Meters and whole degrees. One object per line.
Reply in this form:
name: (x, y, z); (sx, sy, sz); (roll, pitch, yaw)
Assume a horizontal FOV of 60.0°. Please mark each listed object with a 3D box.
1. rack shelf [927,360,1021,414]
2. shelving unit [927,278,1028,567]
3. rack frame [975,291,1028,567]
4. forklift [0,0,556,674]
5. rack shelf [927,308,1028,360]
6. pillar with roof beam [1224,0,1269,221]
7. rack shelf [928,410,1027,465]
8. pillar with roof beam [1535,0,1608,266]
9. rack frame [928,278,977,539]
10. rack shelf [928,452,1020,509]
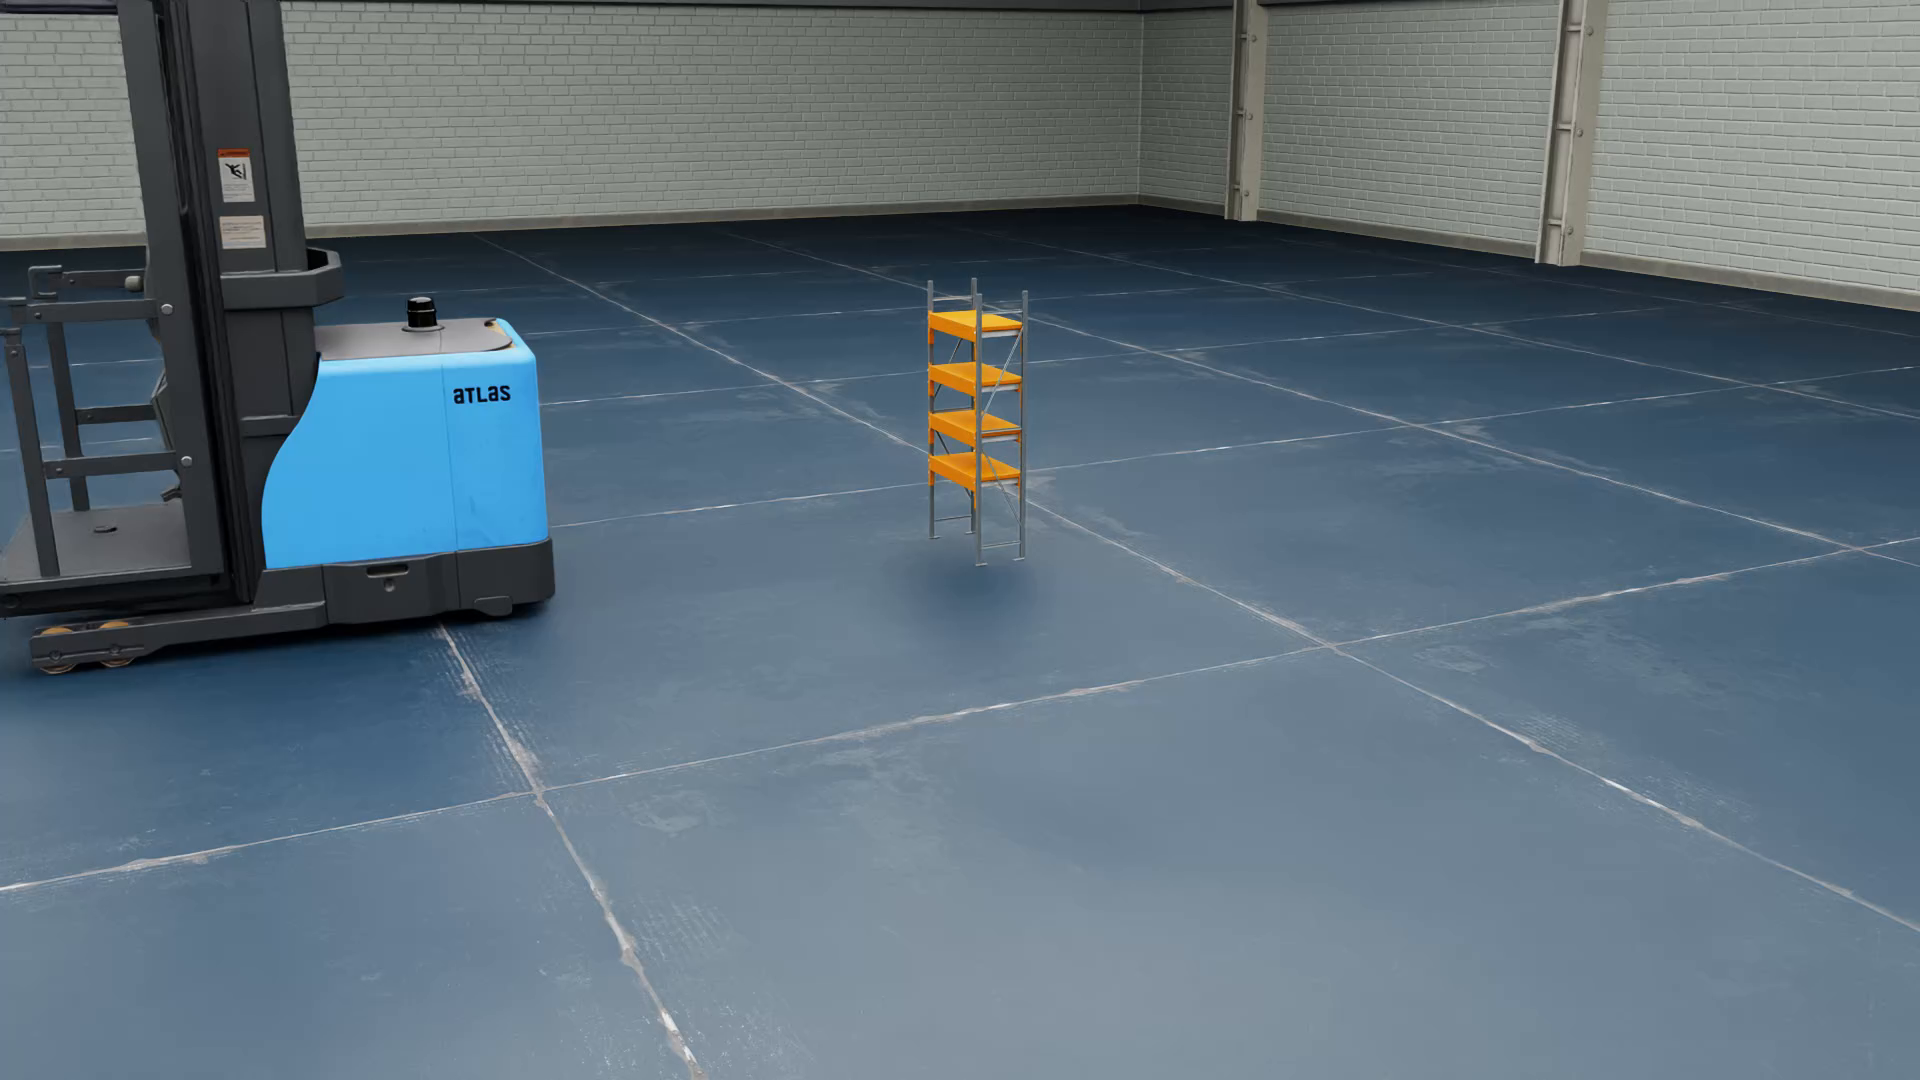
rack shelf: (0.073, -0.686, 7.399); (0.258, 0.148, 0.480); (-8, 18, -25)
shelving unit: (0.073, -0.536, 7.442); (0.258, 1.200, 0.503); (-8, 18, -25)
rack frame: (0.179, -0.475, 7.231); (0.240, 1.200, 0.015); (-8, 18, -25)
forklift: (-3.207, -1.086, 6.223); (3.031, 2.935, 1.130); (-6, 17, -20)
rack shelf: (0.073, -0.913, 7.334); (0.258, 0.148, 0.480); (-8, 18, -25)
pillar with roof beam: (0.120, -8.351, 20.536); (9.100, 9.000, 0.400); (-8, 18, -25)
rack shelf: (0.073, -0.471, 7.461); (0.258, 0.148, 0.480); (-8, 18, -25)
pillar with roof beam: (2.748, -6.863, 15.351); (9.100, 9.000, 0.400); (-8, 18, -25)
rack frame: (-0.034, -0.596, 7.653); (0.240, 1.200, 0.015); (-8, 18, -25)
rack shelf: (0.073, -0.280, 7.515); (0.258, 0.148, 0.480); (-8, 18, -25)
